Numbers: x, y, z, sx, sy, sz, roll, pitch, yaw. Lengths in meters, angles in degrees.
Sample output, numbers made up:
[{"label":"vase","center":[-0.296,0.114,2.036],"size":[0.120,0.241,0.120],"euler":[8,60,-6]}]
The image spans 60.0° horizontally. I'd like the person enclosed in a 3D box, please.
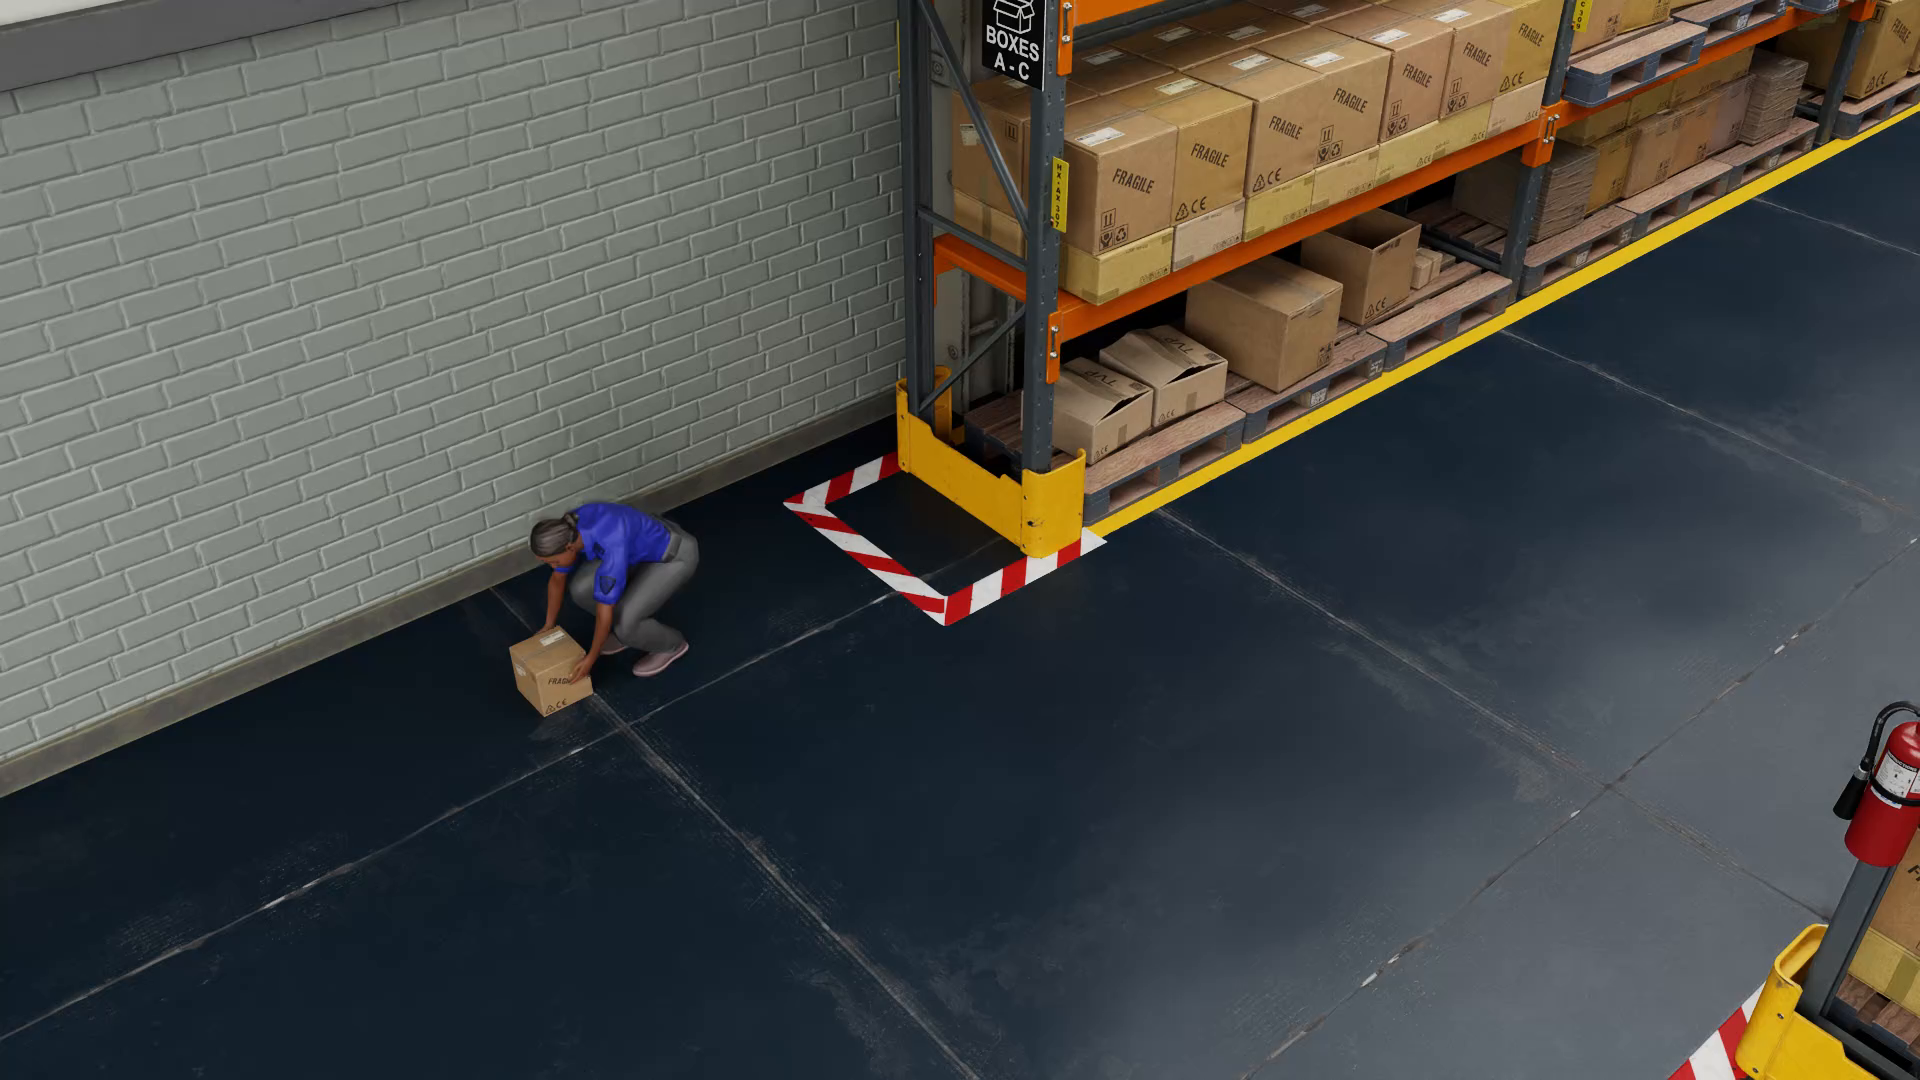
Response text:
[{"label":"person","center":[-1.600,0.208,7.407],"size":[0.874,0.940,0.443],"euler":[-29,45,-33]}]
